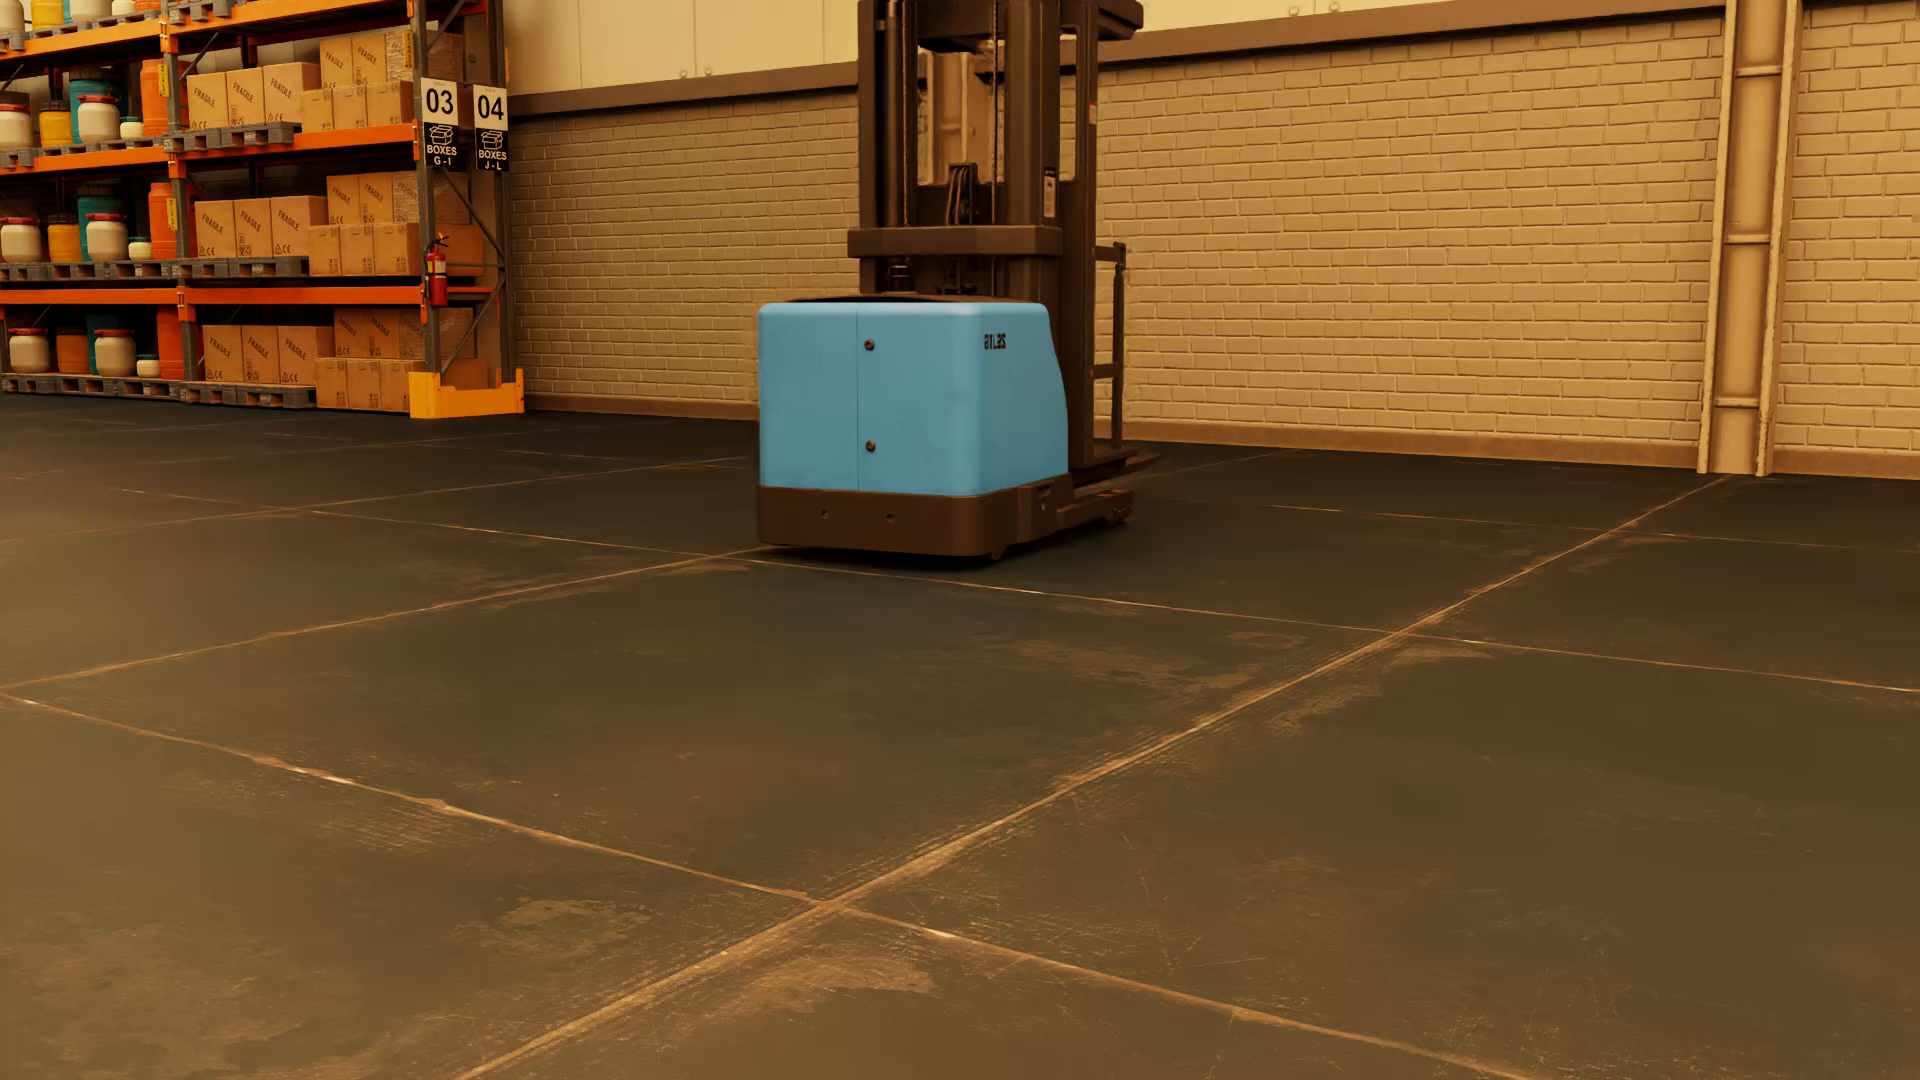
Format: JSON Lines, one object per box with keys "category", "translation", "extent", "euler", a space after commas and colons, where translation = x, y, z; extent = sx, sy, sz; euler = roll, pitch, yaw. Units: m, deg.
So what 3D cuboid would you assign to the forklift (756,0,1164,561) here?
{"category": "forklift", "translation": [0.211, -1.533, 7.975], "extent": [1.130, 2.935, 3.031], "euler": [4, 9, 24]}
